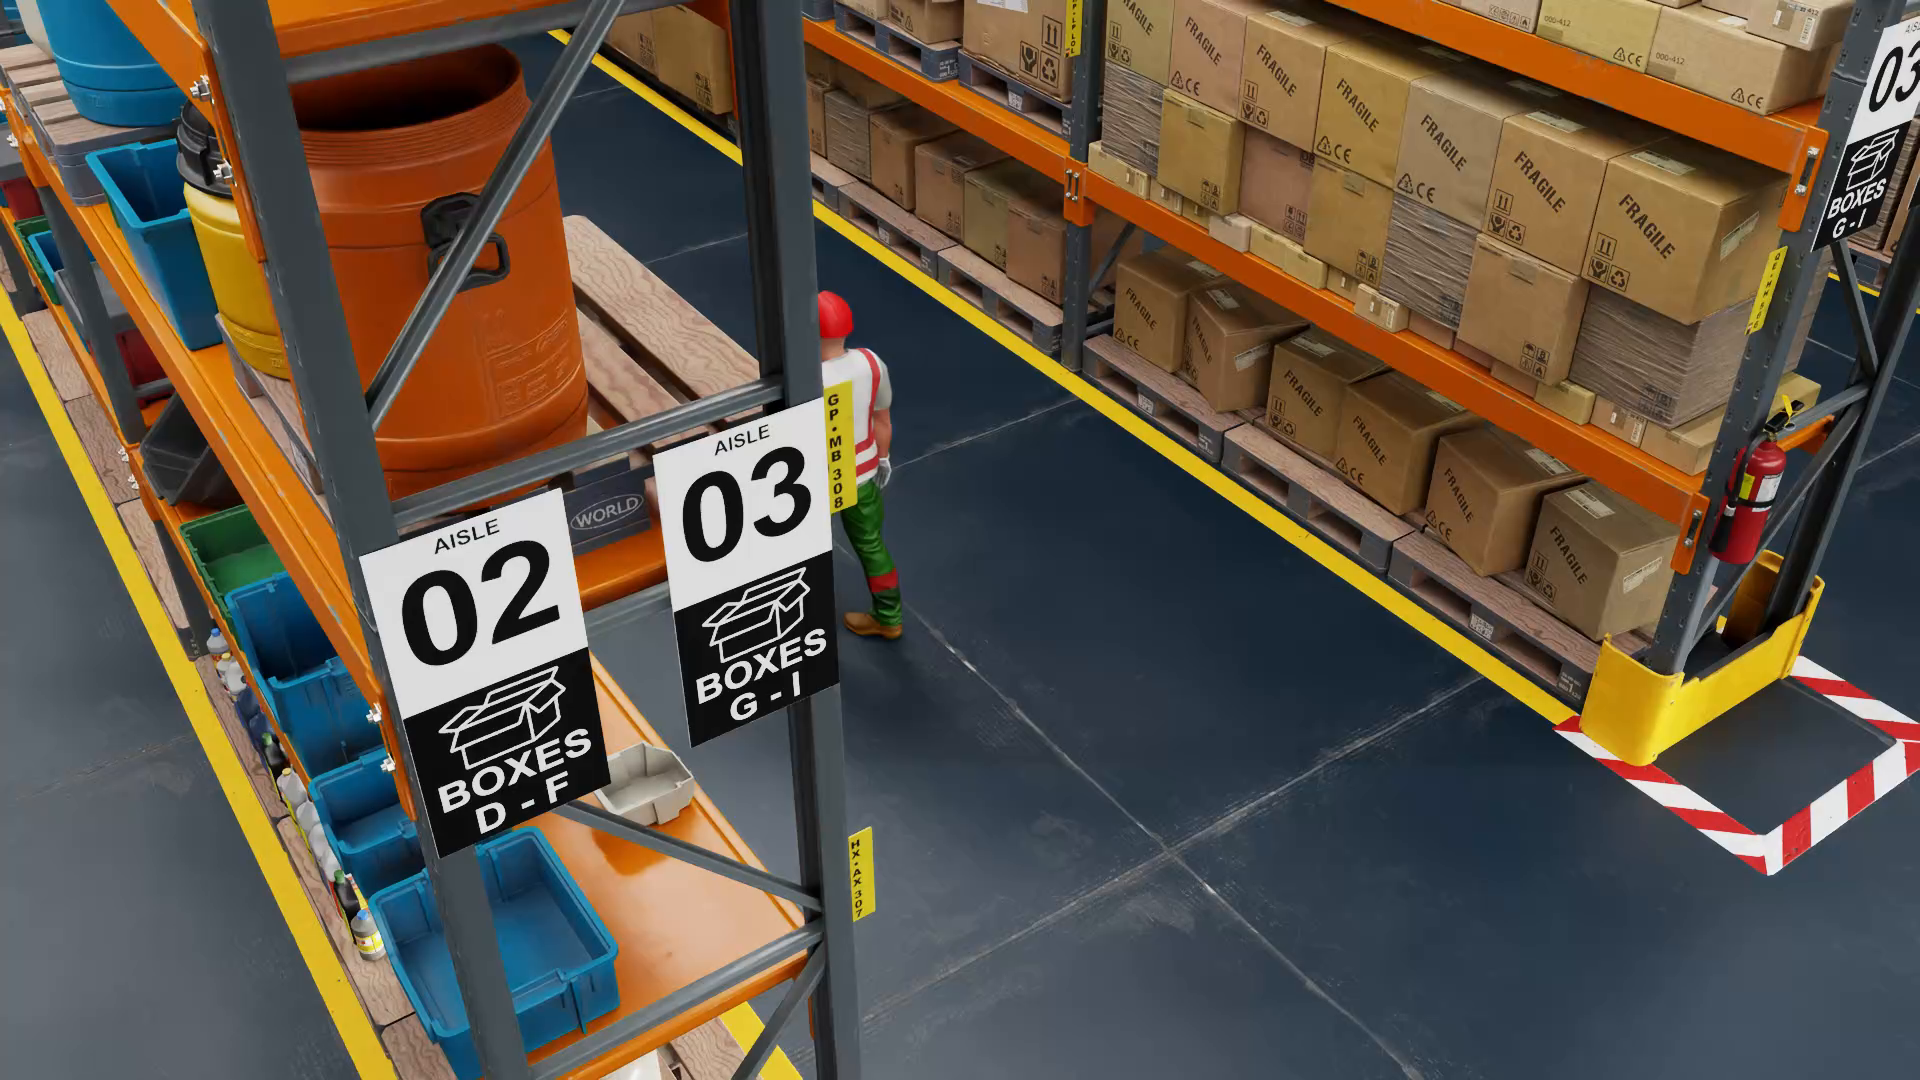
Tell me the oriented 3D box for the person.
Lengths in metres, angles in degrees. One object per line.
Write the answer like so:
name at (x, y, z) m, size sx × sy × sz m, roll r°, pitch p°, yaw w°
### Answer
person at (-0.603, -0.312, 7.406) m, size 0.575 × 1.791 × 0.554 m, roll -25°, pitch 43°, yaw -31°
